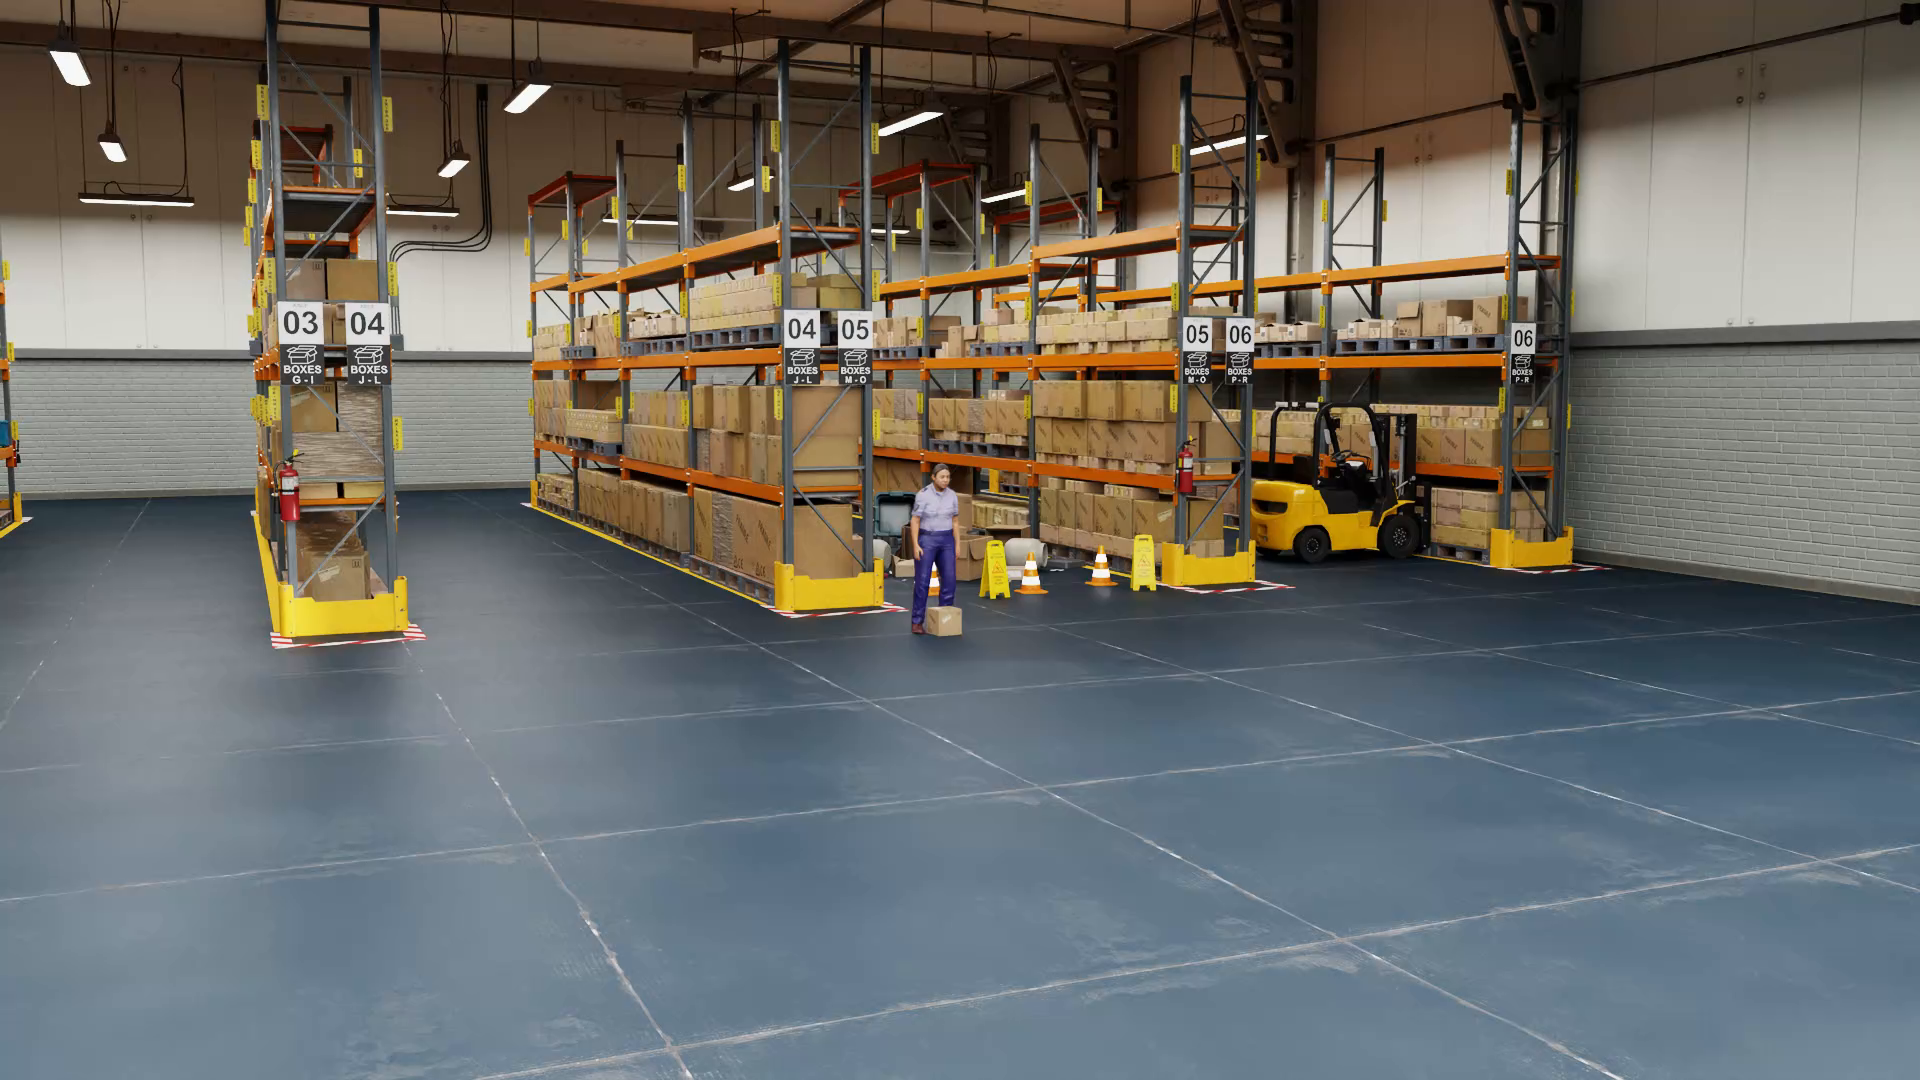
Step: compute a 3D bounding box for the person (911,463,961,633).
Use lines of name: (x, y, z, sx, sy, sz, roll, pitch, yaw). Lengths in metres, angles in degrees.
person: (-0.235, 0.074, 16.287, 0.562, 1.651, 0.426, -3, 6, -27)
